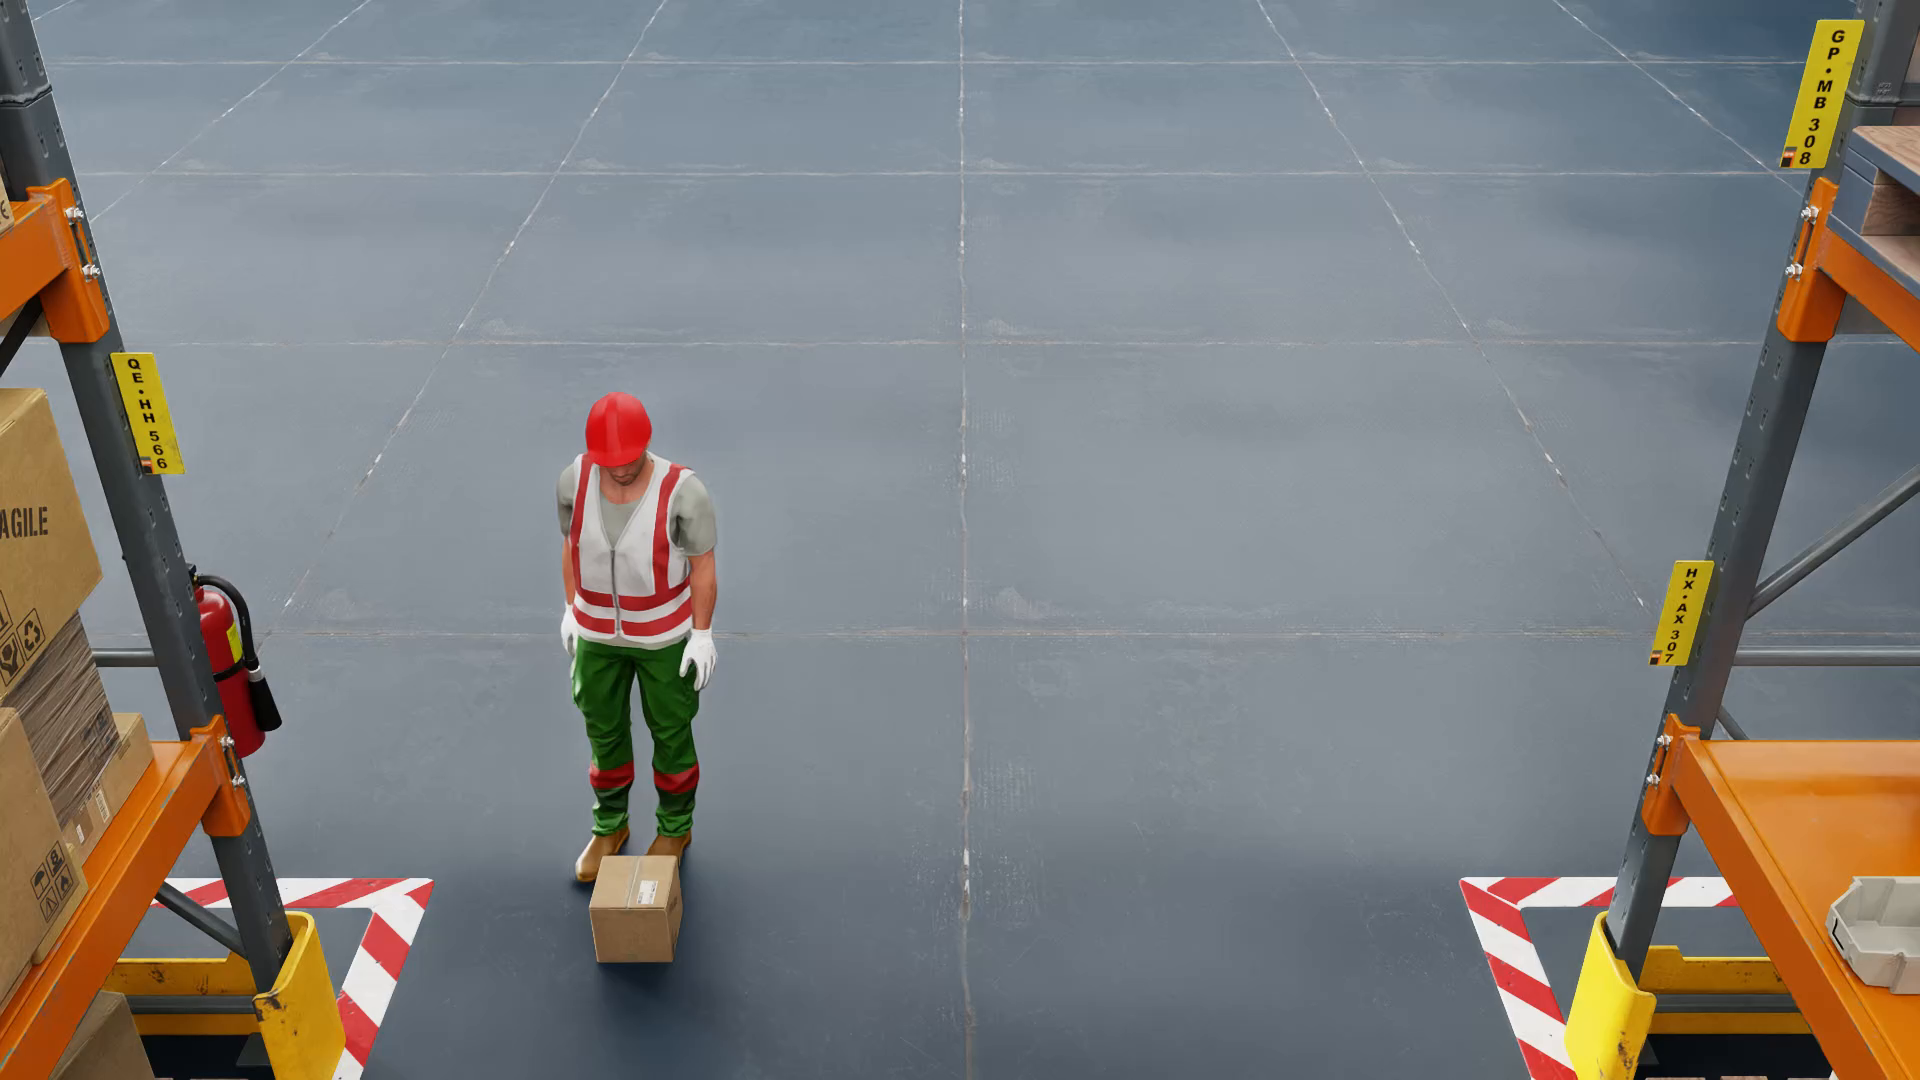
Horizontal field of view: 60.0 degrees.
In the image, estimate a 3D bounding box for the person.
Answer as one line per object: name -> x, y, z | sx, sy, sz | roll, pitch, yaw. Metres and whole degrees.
person -> -1.090, 0.338, 5.520 | 0.567, 1.791, 0.459 | 4, 31, 7
